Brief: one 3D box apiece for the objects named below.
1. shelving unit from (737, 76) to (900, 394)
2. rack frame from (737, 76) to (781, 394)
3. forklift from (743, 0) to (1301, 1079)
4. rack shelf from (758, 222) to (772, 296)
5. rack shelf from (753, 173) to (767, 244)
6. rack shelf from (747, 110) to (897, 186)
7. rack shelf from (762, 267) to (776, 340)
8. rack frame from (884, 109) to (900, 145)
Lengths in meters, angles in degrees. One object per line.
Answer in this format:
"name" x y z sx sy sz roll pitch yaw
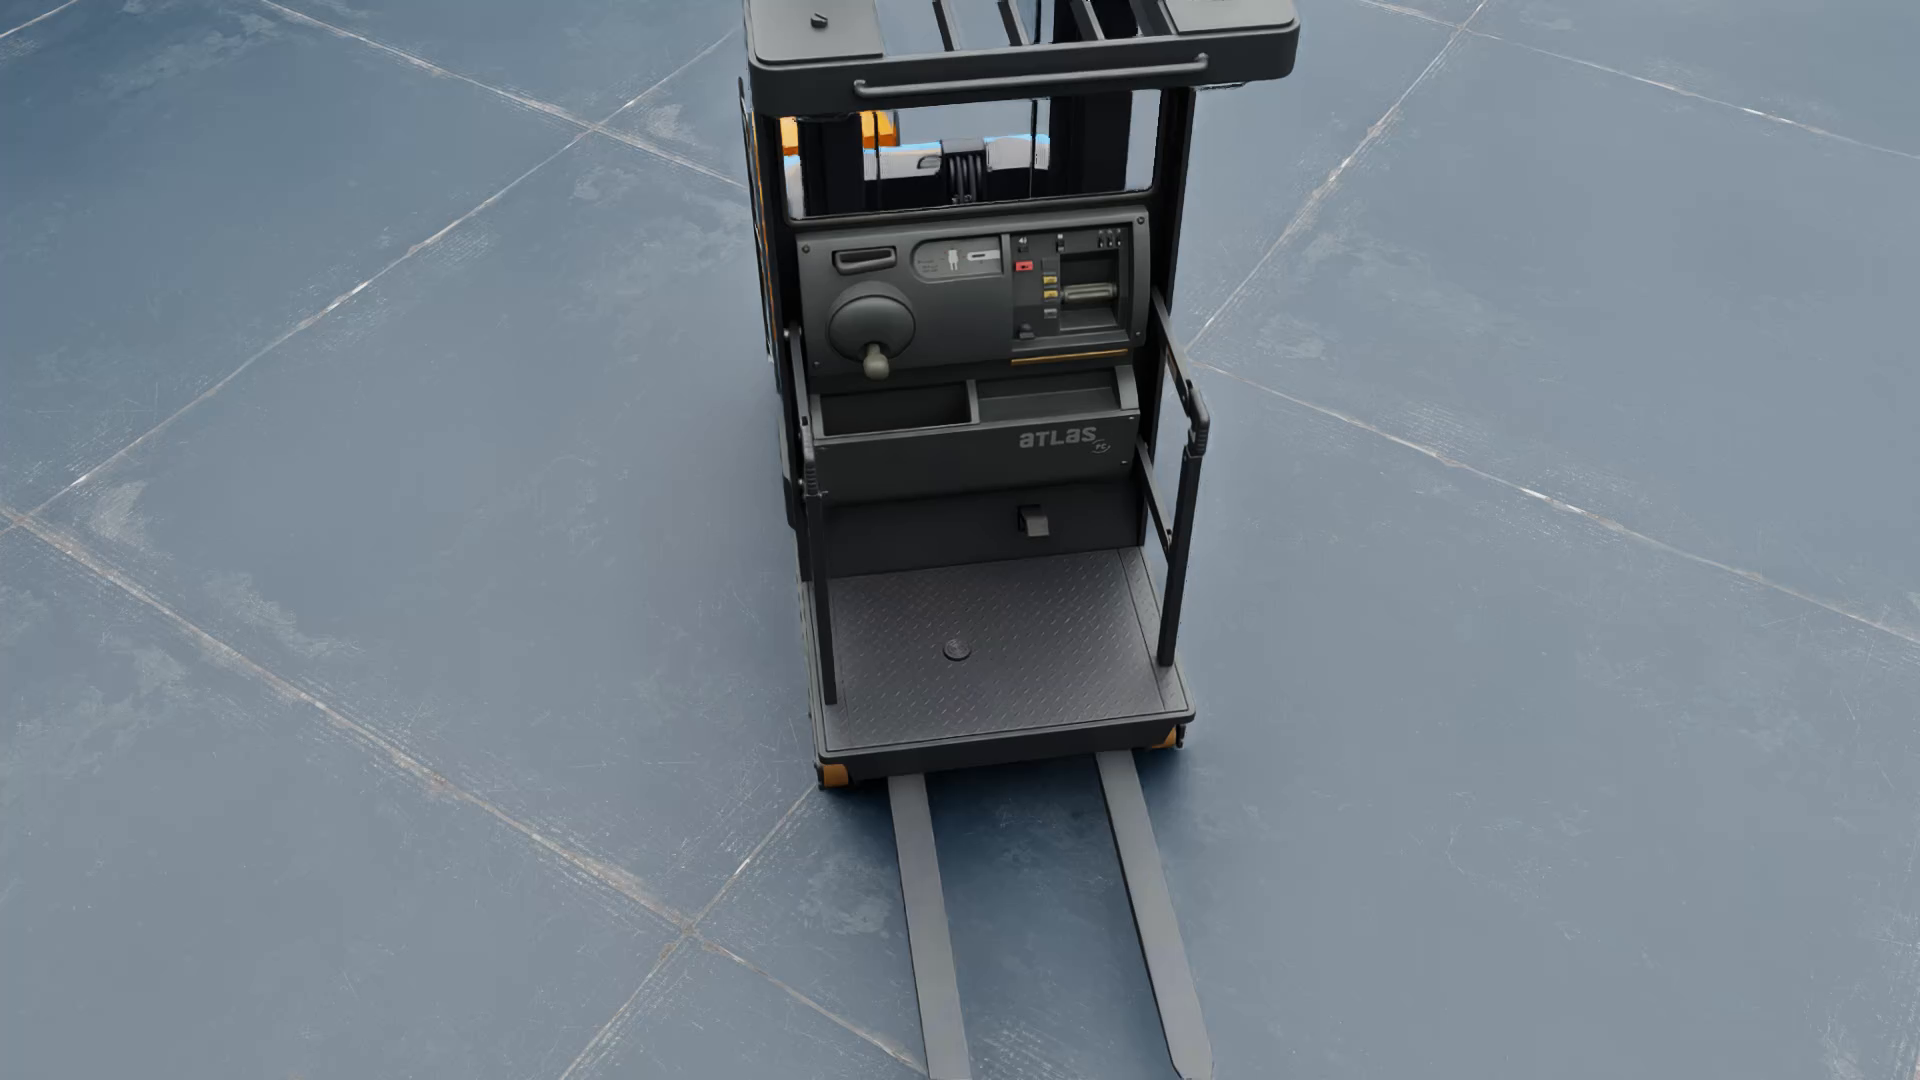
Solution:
"shelving unit" -0.476 -1.099 5.980 0.503 1.200 0.258 -10 46 -9
"rack frame" -0.713 -1.058 5.940 0.015 1.200 0.240 -10 46 -9
"forklift" 0.076 -0.554 4.245 1.130 2.935 3.031 -6 46 -6
"rack shelf" -0.476 -1.052 6.028 0.480 0.148 0.258 -10 46 -9
"rack shelf" -0.476 -1.209 5.869 0.480 0.148 0.258 -10 46 -9
"rack shelf" -0.476 -1.375 5.700 0.480 0.148 0.258 -10 46 -9
"rack shelf" -0.475 -0.913 6.170 0.480 0.148 0.258 -10 46 -9
"rack frame" -0.239 -1.141 6.020 0.015 1.200 0.240 -10 46 -9
